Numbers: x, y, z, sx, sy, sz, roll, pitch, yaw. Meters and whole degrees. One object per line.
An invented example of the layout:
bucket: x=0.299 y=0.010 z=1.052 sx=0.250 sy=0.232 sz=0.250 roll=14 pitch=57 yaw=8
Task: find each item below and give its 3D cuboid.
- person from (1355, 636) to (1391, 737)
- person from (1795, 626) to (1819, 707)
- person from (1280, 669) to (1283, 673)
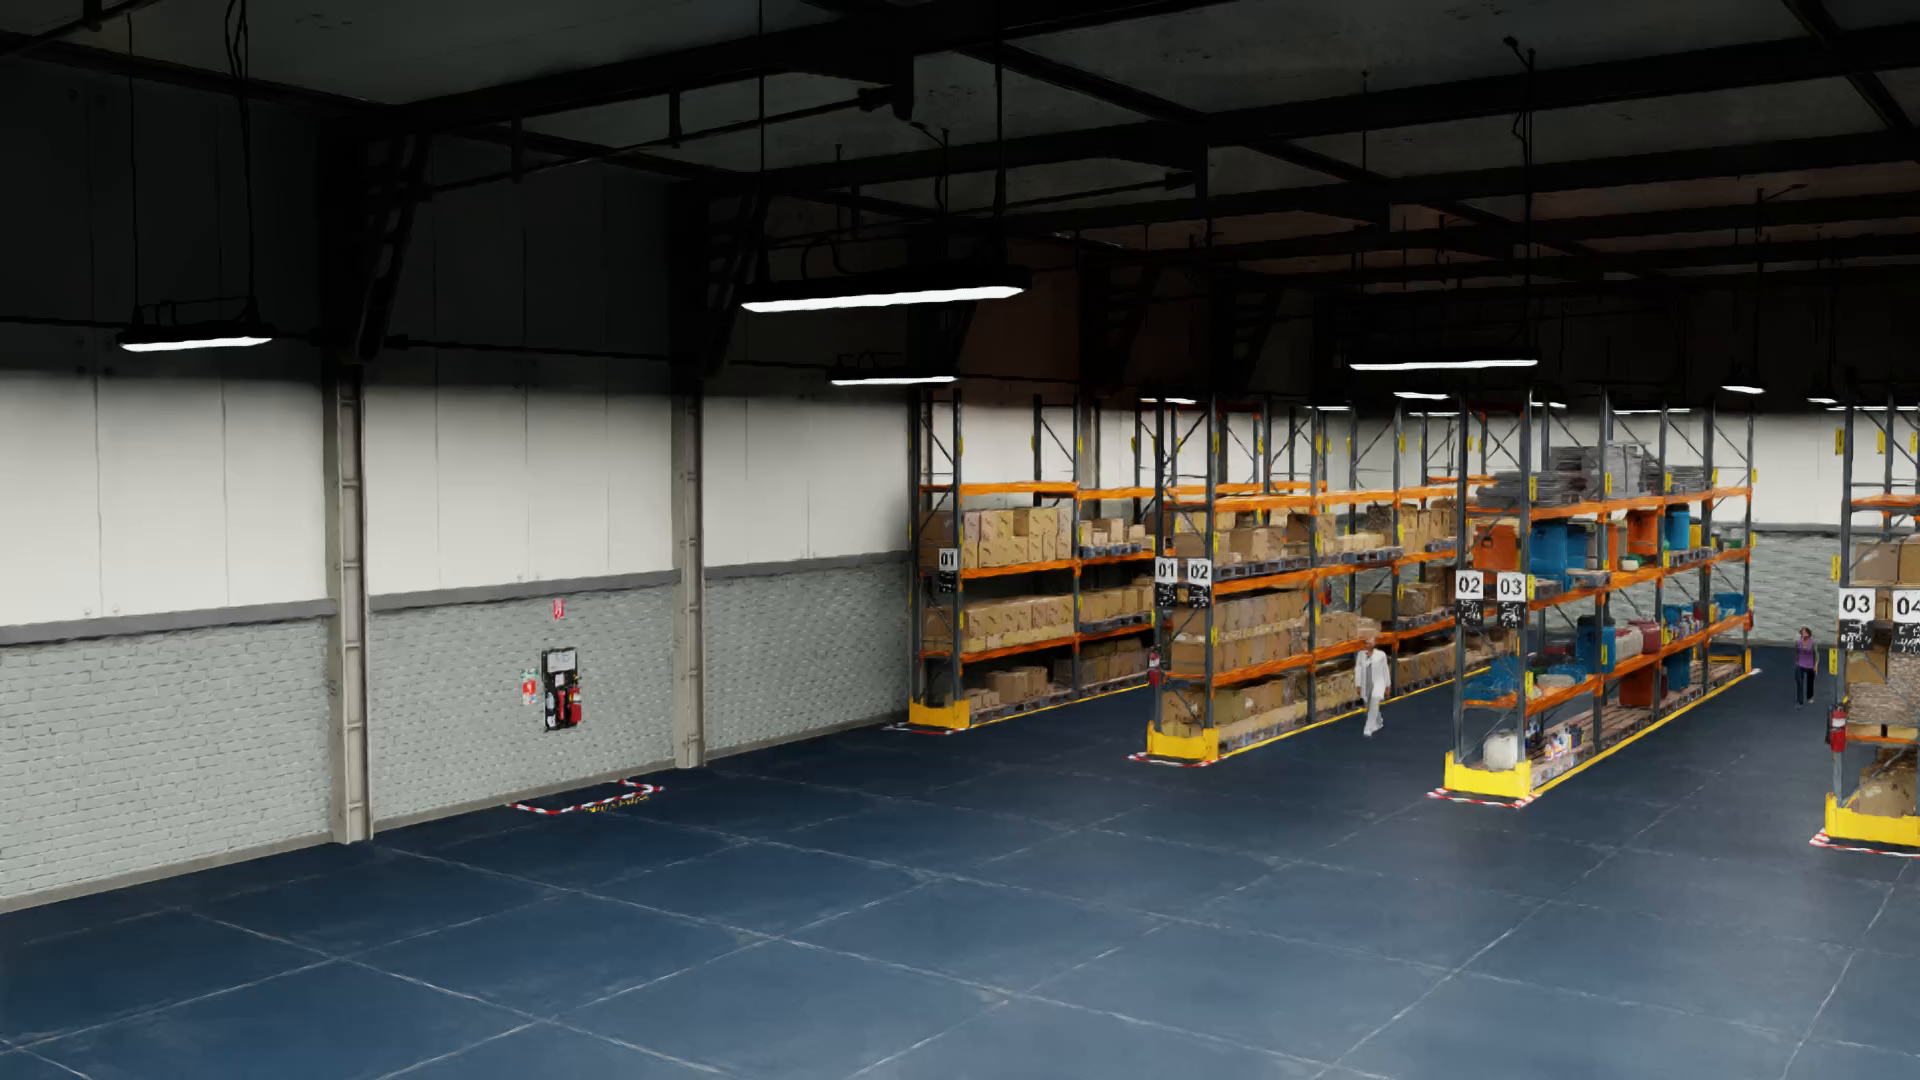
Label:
person: x=7.088 y=2.498 z=28.710 sx=0.598 sy=1.698 sz=1.194 roll=3 pitch=4 yaw=38
person: x=16.207 y=2.410 z=31.816 sx=0.432 sy=1.539 sz=0.947 roll=2 pitch=4 yaw=35
person: x=6.212 y=2.301 z=33.065 sx=0.486 sy=1.582 sz=1.075 roll=2 pitch=4 yaw=34
